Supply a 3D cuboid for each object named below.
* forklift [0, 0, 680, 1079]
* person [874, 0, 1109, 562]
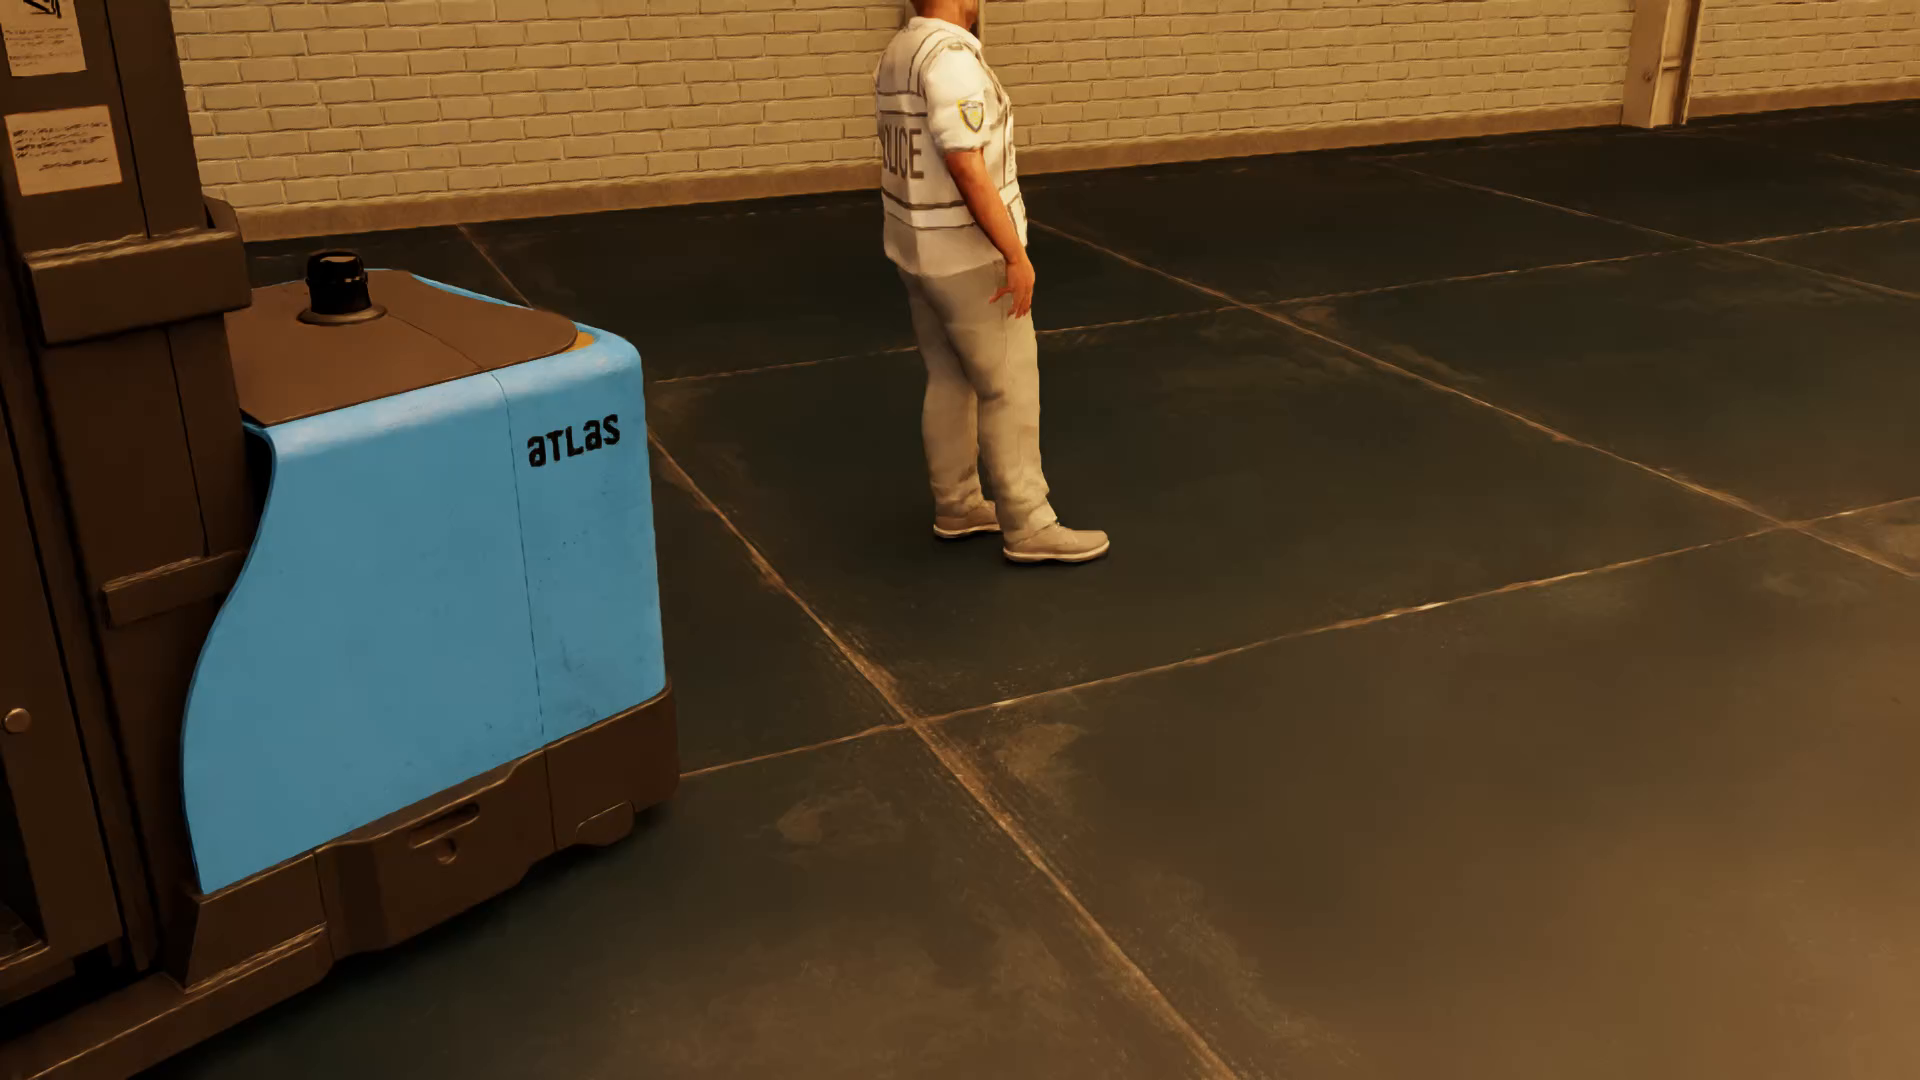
[{"bbox_3d":[-1.972,-0.461,2.395,1.130,2.935,3.031,19,29,38],"label":"forklift"},{"bbox_3d":[0.076,-0.839,4.782,0.574,1.781,0.640,-10,25,-23],"label":"person"}]
